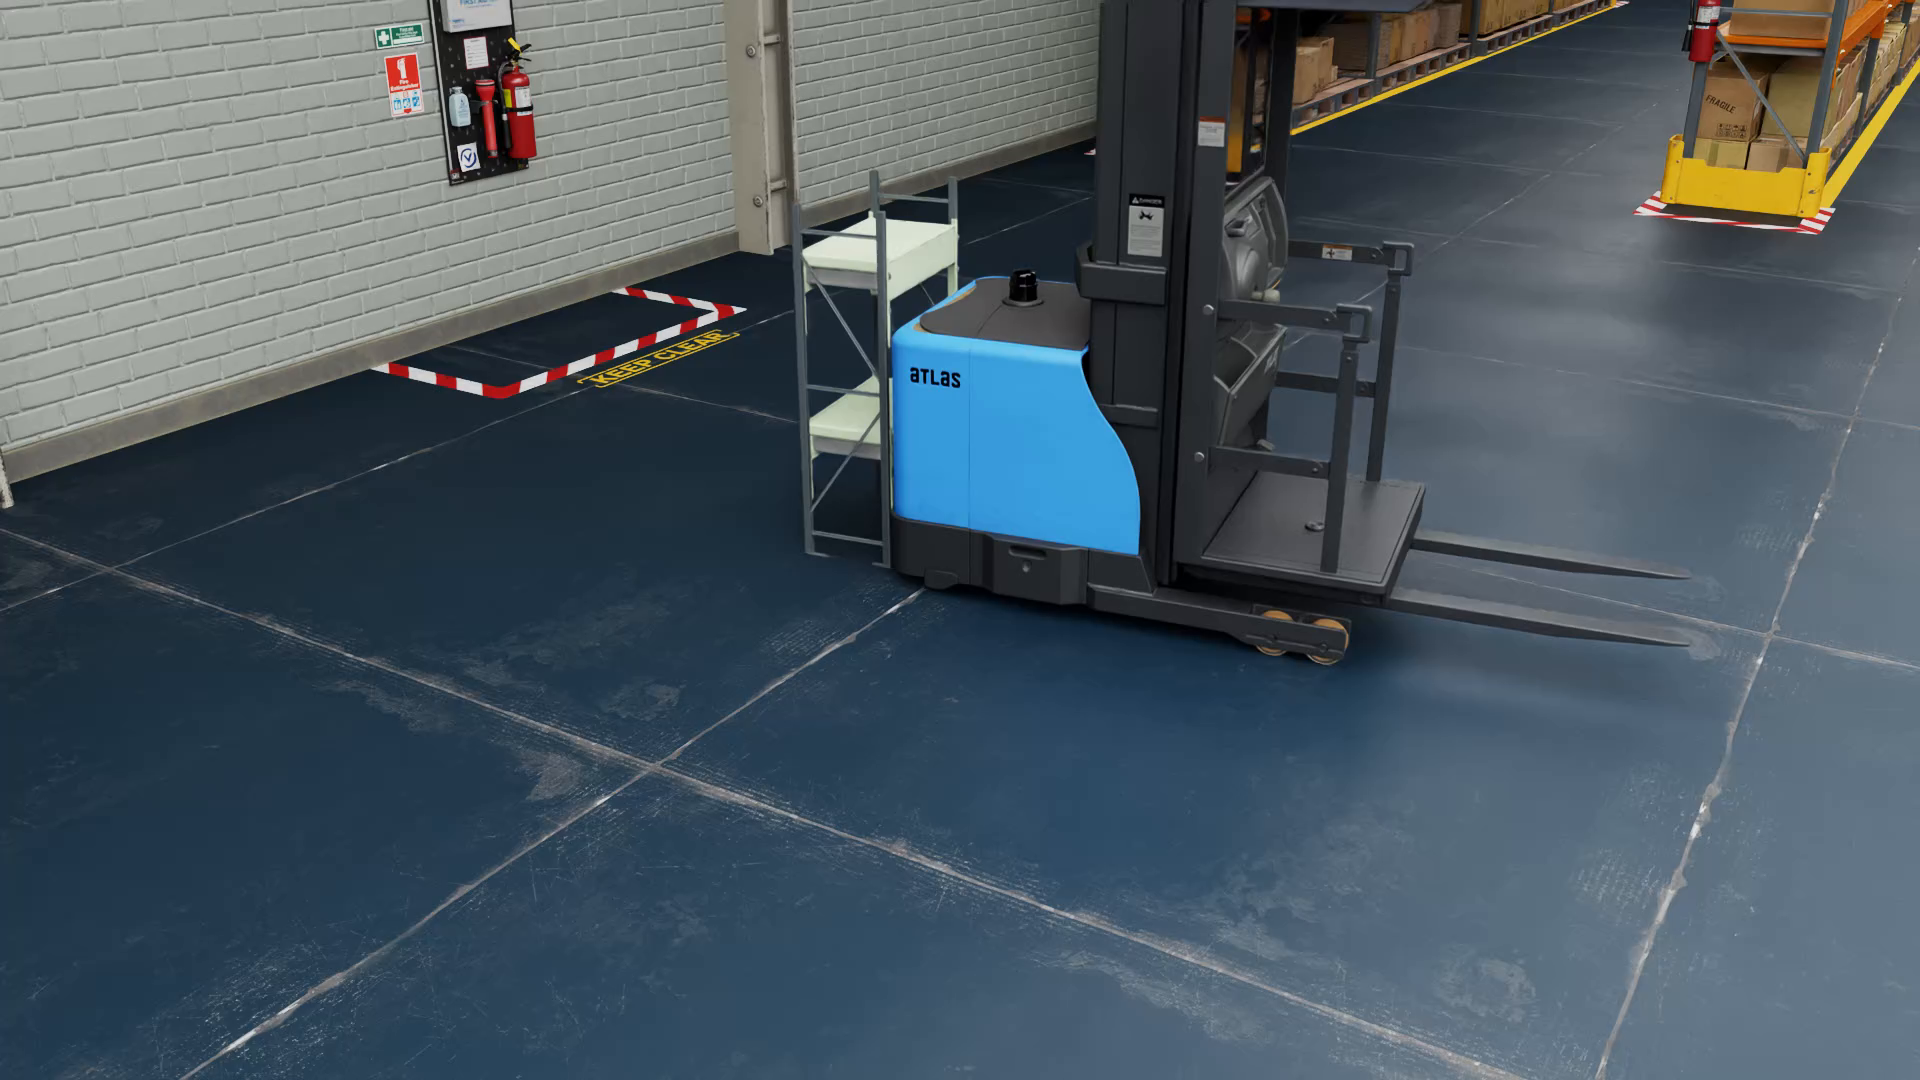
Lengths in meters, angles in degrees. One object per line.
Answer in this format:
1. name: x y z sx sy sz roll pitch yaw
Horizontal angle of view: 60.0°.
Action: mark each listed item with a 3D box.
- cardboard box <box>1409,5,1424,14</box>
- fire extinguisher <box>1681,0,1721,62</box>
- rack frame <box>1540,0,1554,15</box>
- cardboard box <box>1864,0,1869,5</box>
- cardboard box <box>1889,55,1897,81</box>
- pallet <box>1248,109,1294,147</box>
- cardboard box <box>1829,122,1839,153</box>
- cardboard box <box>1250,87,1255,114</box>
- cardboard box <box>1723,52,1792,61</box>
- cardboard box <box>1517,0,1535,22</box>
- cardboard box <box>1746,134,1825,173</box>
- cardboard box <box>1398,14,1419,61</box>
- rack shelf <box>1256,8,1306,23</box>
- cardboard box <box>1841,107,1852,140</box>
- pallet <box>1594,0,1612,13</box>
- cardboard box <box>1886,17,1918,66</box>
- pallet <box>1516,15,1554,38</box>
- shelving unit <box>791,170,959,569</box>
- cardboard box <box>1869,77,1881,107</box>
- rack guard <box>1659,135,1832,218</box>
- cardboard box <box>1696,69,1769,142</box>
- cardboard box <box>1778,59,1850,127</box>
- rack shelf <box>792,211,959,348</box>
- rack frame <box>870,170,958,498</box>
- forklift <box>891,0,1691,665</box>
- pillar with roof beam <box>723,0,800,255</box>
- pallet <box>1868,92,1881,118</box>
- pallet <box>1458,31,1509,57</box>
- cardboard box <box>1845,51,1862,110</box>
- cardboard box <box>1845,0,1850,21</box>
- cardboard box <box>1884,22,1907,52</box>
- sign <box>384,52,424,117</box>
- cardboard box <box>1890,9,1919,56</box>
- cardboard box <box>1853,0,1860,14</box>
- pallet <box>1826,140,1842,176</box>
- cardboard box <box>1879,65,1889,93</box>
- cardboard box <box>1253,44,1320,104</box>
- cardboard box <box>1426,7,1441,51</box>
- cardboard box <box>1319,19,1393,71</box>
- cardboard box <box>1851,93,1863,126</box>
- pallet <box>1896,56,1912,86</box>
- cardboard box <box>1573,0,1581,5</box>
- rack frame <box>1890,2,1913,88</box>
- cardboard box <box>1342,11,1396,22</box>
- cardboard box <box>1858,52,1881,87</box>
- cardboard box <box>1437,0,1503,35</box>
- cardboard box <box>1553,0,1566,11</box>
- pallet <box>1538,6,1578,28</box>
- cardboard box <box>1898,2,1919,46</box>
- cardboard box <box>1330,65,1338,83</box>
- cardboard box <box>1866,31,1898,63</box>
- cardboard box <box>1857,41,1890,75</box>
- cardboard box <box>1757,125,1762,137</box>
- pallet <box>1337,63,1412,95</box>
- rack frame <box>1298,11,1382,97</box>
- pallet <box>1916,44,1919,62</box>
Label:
1. cardboard box: 5.392 -6.627 20.432 0.500 0.250 0.500 14 27 29
2. fire extinguisher: 5.882 -4.121 13.092 0.296 0.674 0.183 14 27 29
3. rack frame: 8.459 -9.186 24.695 1.000 3.000 0.127 14 27 29
4. cardboard box: 8.220 -5.344 15.694 0.700 0.500 0.500 13 27 28
5. cardboard box: 10.220 -5.327 18.712 0.500 0.250 0.500 14 27 28
6. pallet: 2.627 -4.149 16.569 1.003 0.211 1.213 14 27 29
7. cardboard box: 7.336 -3.503 14.498 0.500 0.250 0.500 14 27 29
8. cardboard box: 2.570 -4.319 16.282 0.500 0.311 0.500 11 26 23
9. cardboard box: 7.149 -4.127 14.996 0.500 0.500 0.500 14 27 29
10. cardboard box: 7.760 -7.845 23.774 0.750 0.750 0.750 15 27 31
11. cardboard box: 6.811 -3.165 13.717 0.500 0.250 0.500 14 27 29
12. cardboard box: 5.146 -6.142 20.254 0.700 0.500 0.500 14 27 30
13. rack shelf: 3.184 -5.481 17.041 1.077 0.370 4.000 14 27 29
14. cardboard box: 7.867 -3.840 15.276 0.500 0.250 0.500 14 27 29
15. pallet: 10.213 -8.971 27.706 1.003 0.211 1.213 14 27 29
16. cardboard box: 11.042 -5.948 19.807 0.500 0.500 0.500 15 28 31
17. pallet: 8.116 -7.631 24.611 1.003 0.211 1.213 14 27 29
18. shelving unit: -0.335 -0.736 7.062 0.431 1.500 0.755 9 25 20
19. cardboard box: 9.143 -4.637 17.118 0.500 0.250 0.500 15 27 30
20. rack guard: 6.326 -2.944 13.422 1.175 0.500 0.348 14 27 29
21. cardboard box: 6.369 -3.618 13.820 0.500 0.500 0.500 14 27 29
22. cardboard box: 7.326 -3.849 14.355 0.500 0.500 0.500 14 27 29
23. rack shelf: -0.336 -1.095 6.908 0.431 0.370 0.720 9 25 20
24. rack frame: -0.198 -0.871 7.374 0.400 1.500 0.023 9 25 20
25. forklift: 1.288 -1.121 6.150 3.031 2.935 1.130 9 25 20
26. pillar with roof beam: 2.255 -5.380 8.350 9.100 9.000 0.400 14 27 29
27. pallet: 9.447 -4.840 18.165 1.003 0.211 1.213 14 27 29
28. pallet: 6.828 -6.807 22.708 1.003 0.211 1.213 14 27 29
29. cardboard box: 7.856 -4.186 15.133 0.500 0.500 0.500 14 27 29
30. cardboard box: 7.136 -4.645 14.078 0.700 0.500 0.500 14 27 29
31. cardboard box: 10.492 -5.759 19.005 0.500 0.311 0.500 15 27 30
32. sign: -3.117 -2.554 9.329 0.001 0.329 0.234 14 27 29
33. cardboard box: 11.582 -6.294 20.606 0.500 0.500 0.500 13 27 28
34. cardboard box: 7.680 -4.996 14.890 0.700 0.500 0.500 14 27 30
35. pallet: 7.351 -3.497 15.062 1.003 0.211 1.213 14 27 29
36. cardboard box: 9.683 -4.984 17.919 0.500 0.250 0.500 14 27 30
37. cardboard box: 3.300 -4.835 17.236 0.700 0.500 0.500 12 26 26
38. cardboard box: 5.643 -6.488 21.053 0.700 0.500 0.500 14 27 29
39. cardboard box: 4.613 -5.793 19.449 0.700 0.500 0.500 15 28 31
40. cardboard box: 8.390 -4.178 16.058 0.500 0.250 0.500 14 27 29
41. pallet: 10.985 -5.764 20.299 1.003 0.211 1.213 14 27 29
42. cardboard box: 9.481 -8.805 26.430 0.700 0.500 0.500 15 27 30
43. rack frame: 10.559 -6.800 19.181 1.000 3.000 0.127 14 27 29
44. cardboard box: 4.842 -6.287 19.645 0.500 0.250 0.500 13 27 28
45. cardboard box: 8.879 -4.725 16.616 0.500 0.311 0.500 14 27 29
46. cardboard box: 6.848 -7.263 22.430 0.750 0.750 0.750 13 27 28
47. cardboard box: 8.940 -8.463 25.641 0.700 0.500 0.500 14 27 30
48. pallet: 8.926 -8.147 25.804 1.003 0.211 1.213 14 27 29
49. cardboard box: 12.119 -6.644 21.413 0.500 0.500 0.500 14 27 30
50. cardboard box: 3.982 -5.201 18.501 0.380 0.166 0.250 10 25 22
51. cardboard box: 9.955 -5.413 18.204 0.500 0.311 0.500 14 27 29
52. cardboard box: 9.419 -5.068 17.407 0.500 0.311 0.500 13 27 27
53. cardboard box: 6.624 -3.445 14.364 0.500 0.250 0.500 14 27 29
54. pallet: 4.648 -5.470 19.619 1.003 0.211 1.213 14 27 29
55. rack frame: 4.239 -6.486 18.458 1.000 3.000 0.127 14 27 29
56. pallet: 12.272 -6.587 22.201 1.003 0.211 1.213 14 27 29
